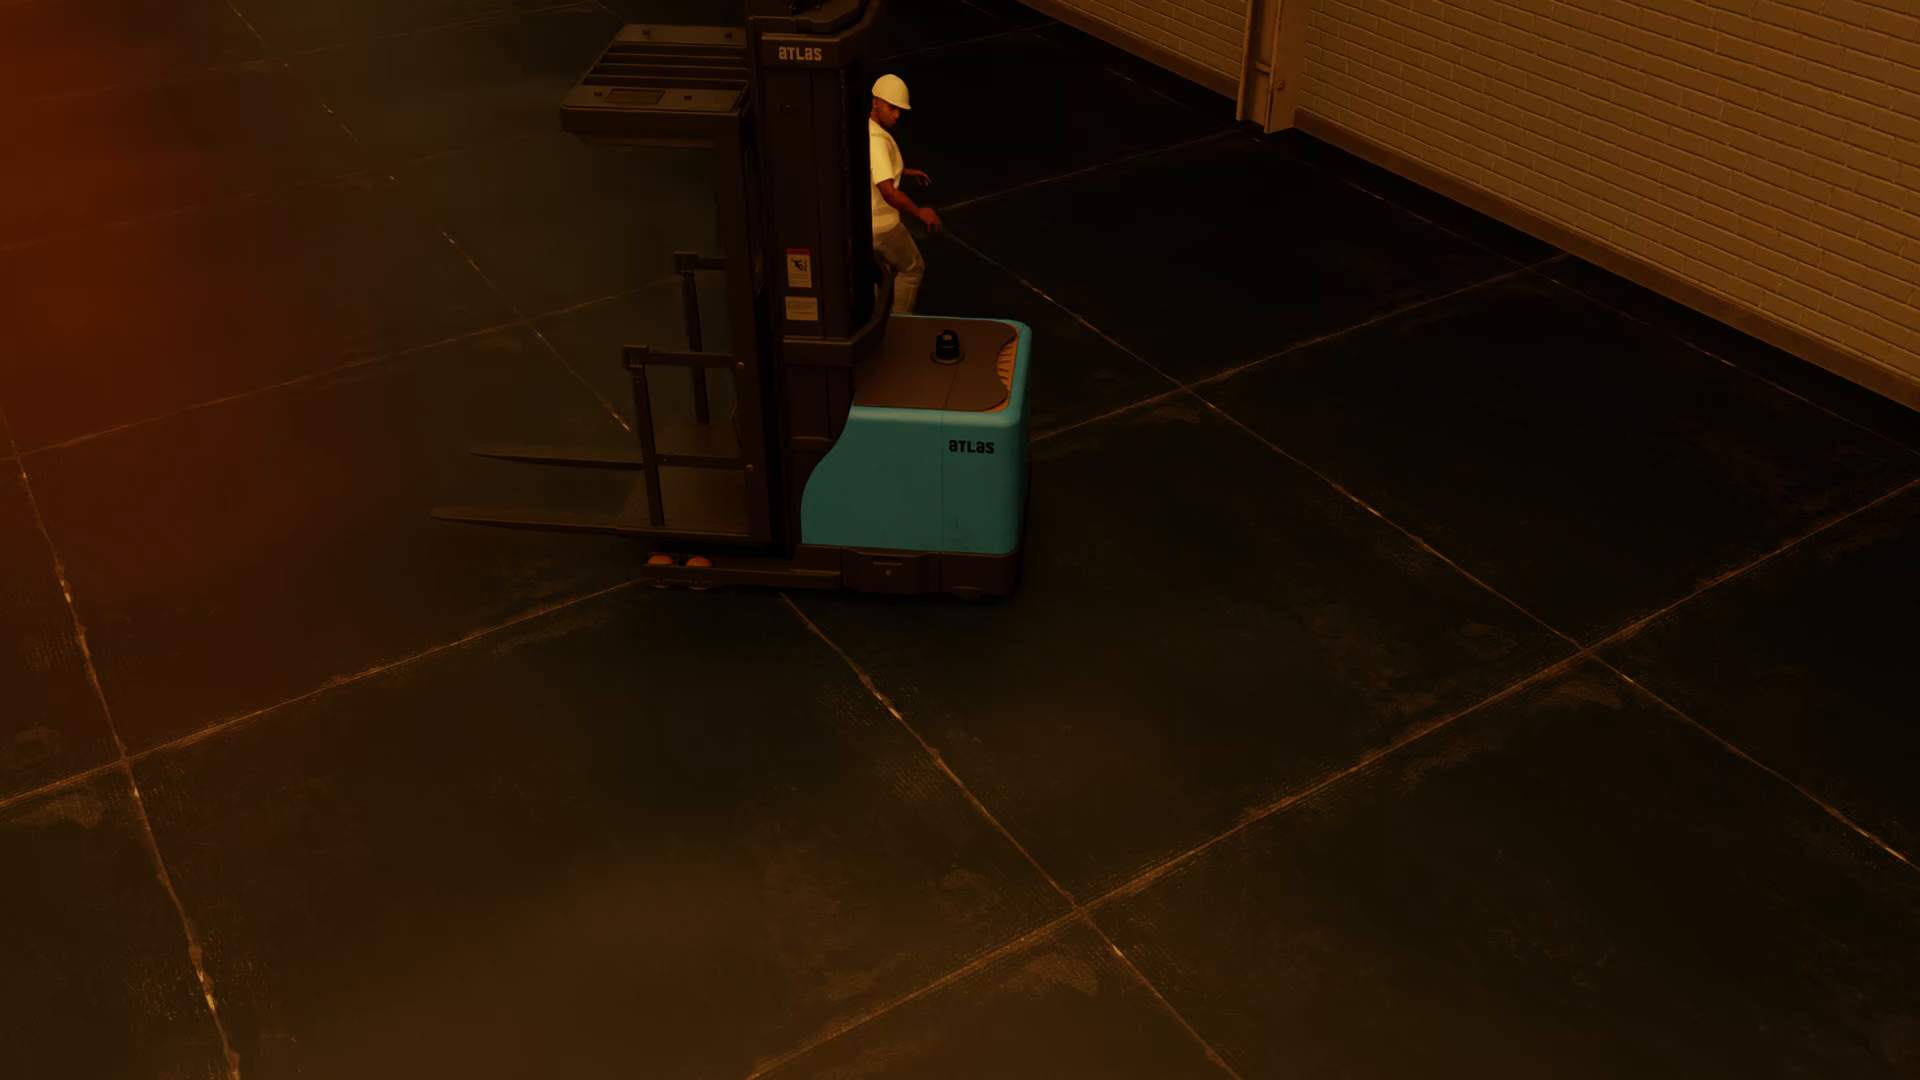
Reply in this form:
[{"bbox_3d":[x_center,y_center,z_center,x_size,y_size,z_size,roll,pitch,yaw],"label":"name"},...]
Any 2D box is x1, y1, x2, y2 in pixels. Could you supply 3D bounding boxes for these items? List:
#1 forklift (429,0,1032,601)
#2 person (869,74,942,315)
[{"bbox_3d":[-1.171,-1.245,7.920,3.031,2.935,1.130,3,35,5],"label":"forklift"},{"bbox_3d":[-0.378,-1.982,10.074,0.707,1.693,0.832,-16,38,-21],"label":"person"}]
